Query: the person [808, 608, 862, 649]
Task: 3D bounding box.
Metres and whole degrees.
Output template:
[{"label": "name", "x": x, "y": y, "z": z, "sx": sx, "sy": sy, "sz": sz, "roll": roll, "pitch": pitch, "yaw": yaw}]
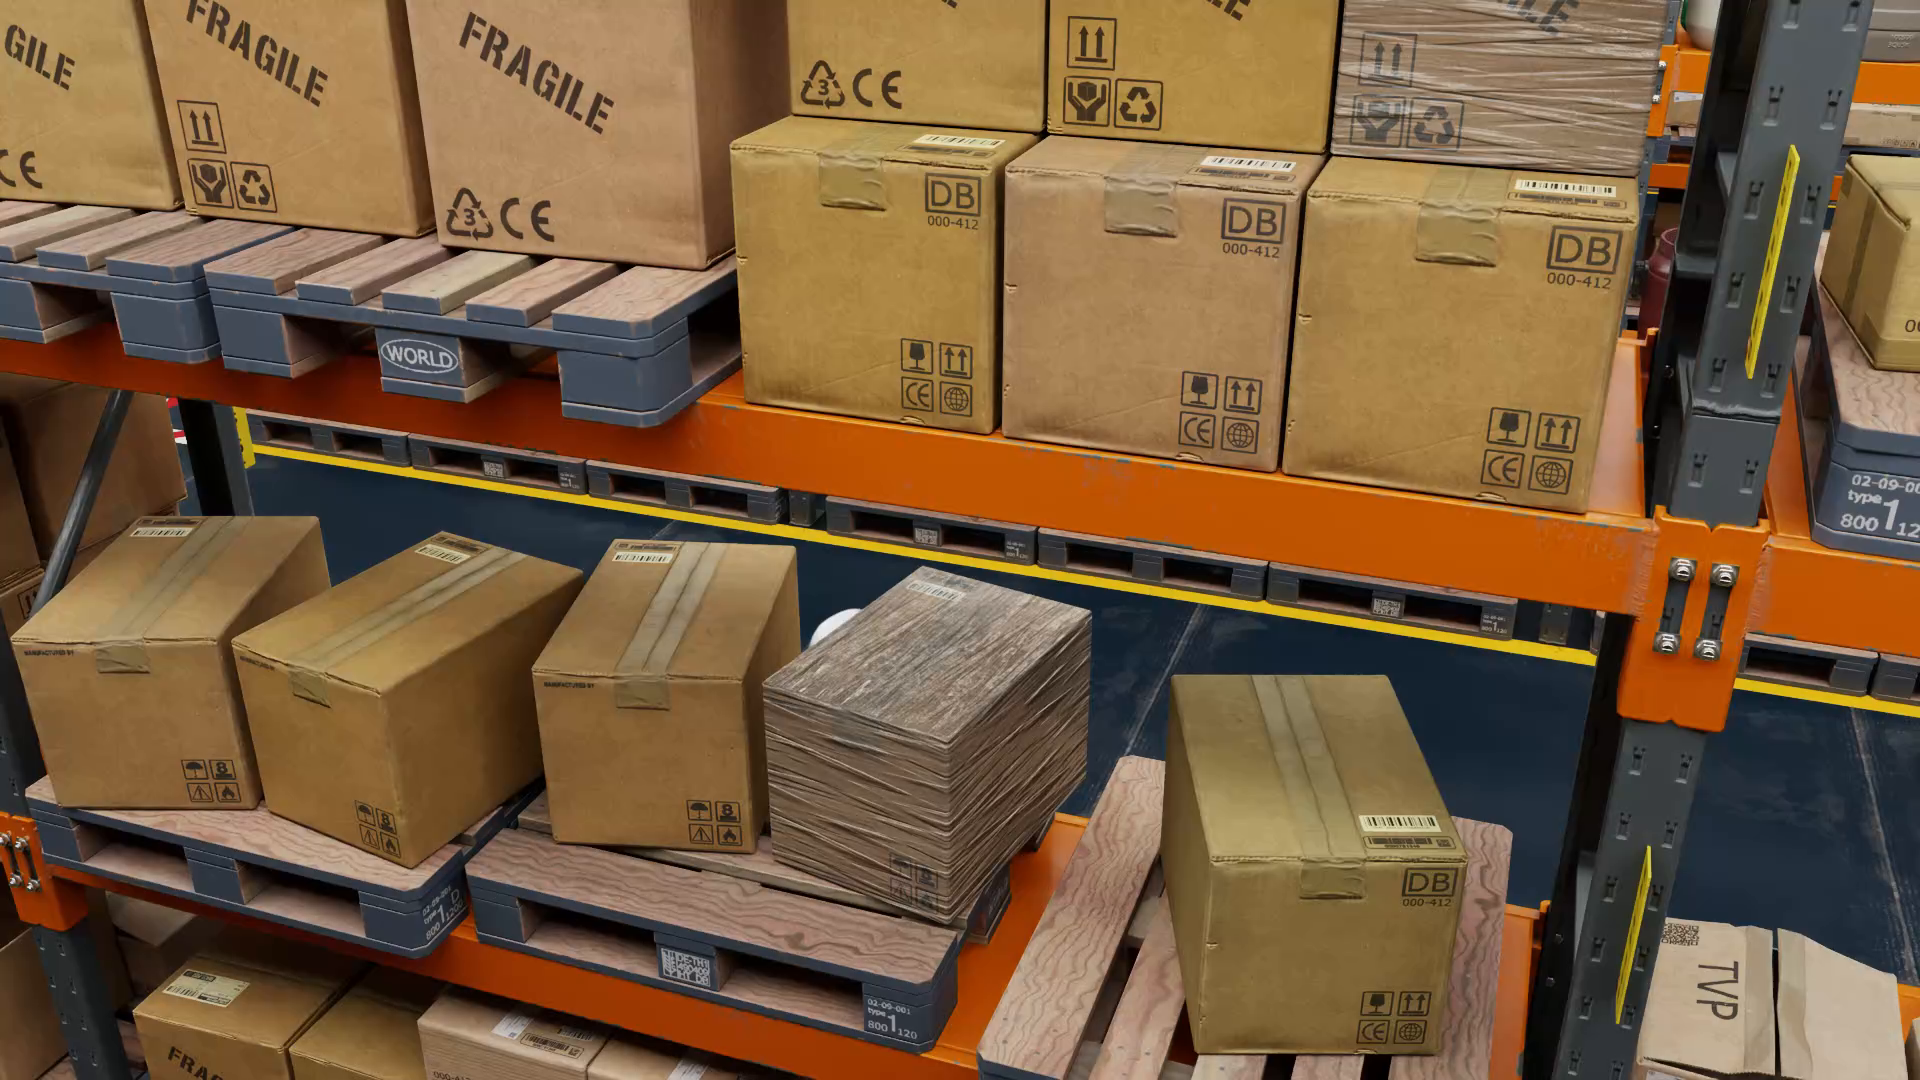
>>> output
[{"label": "person", "x": -0.418, "y": 0.805, "z": 6.407, "sx": 0.519, "sy": 0.916, "sz": 1.001, "roll": 8, "pitch": 27, "yaw": 15}]
